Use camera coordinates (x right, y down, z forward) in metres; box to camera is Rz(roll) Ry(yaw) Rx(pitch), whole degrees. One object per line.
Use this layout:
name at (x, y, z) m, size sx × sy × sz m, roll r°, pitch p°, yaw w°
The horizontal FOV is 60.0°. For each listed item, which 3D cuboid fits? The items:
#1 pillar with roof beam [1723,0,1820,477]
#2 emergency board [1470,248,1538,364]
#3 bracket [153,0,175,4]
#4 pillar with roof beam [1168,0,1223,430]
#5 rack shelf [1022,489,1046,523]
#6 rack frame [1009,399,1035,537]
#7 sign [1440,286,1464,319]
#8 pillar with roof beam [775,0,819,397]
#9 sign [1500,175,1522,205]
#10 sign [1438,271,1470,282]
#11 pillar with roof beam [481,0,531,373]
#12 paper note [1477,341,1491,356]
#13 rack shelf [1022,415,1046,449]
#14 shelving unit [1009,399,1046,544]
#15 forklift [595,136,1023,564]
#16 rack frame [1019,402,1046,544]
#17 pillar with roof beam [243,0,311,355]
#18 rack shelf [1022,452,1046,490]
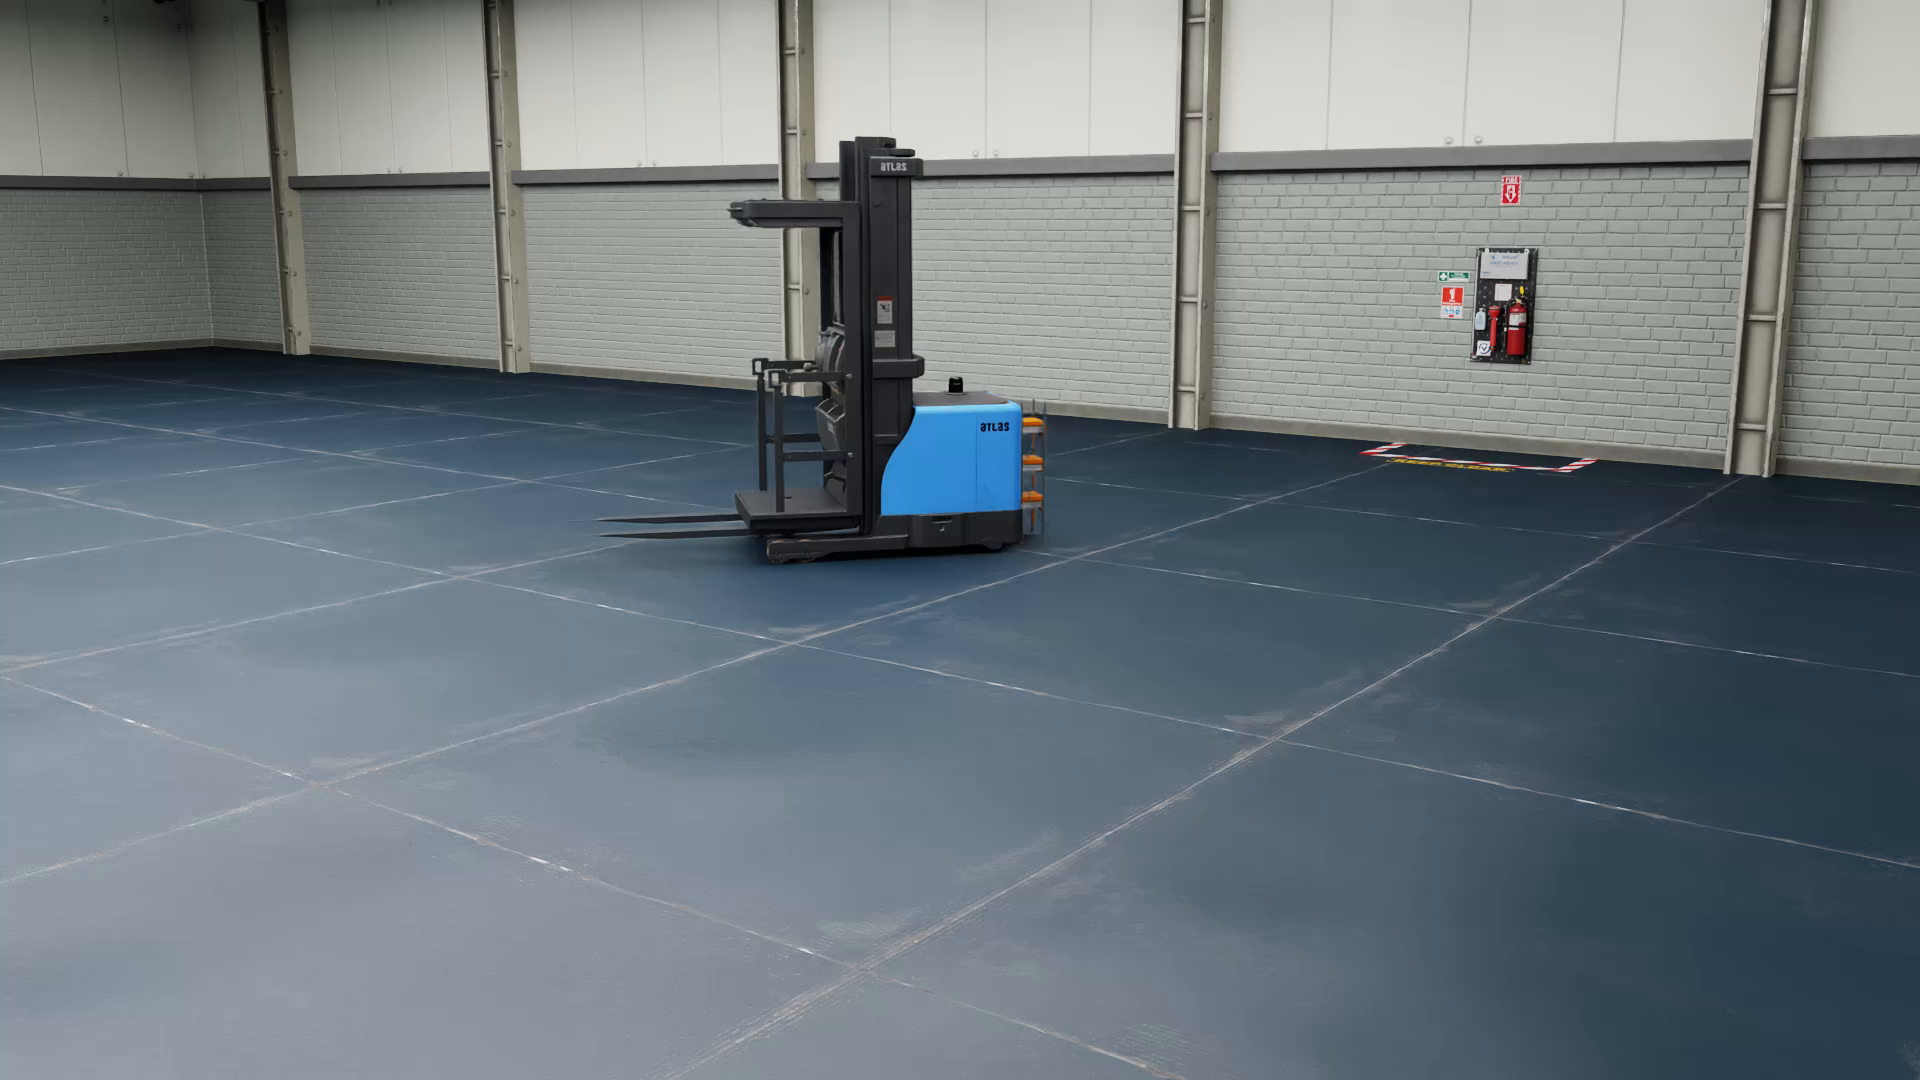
pillar with roof beam at (4.947, -4.390, 11.530) m, size 0.400 × 9.000 × 9.100 m, roll 8°, pitch 13°, yaw 36°
emergency board at (5.526, -2.387, 16.973) m, size 0.643 × 1.169 × 0.194 m, roll 8°, pitch 13°, yaw 36°
bracket at (-14.303, -9.773, 29.880) m, size 0.430 × 0.232 × 0.235 m, roll 8°, pitch 13°, yaw 36°
pillar with roof beam at (0.111, -5.065, 15.017) m, size 0.400 × 9.000 × 9.100 m, roll 8°, pitch 13°, yaw 36°
rack shelf at (0.501, -0.234, 12.494) m, size 0.215 × 0.259 × 0.240 m, roll -3°, pitch 11°, yaw -16°
rack frame at (0.466, -0.540, 12.554) m, size 0.200 × 1.050 × 0.008 m, roll -3°, pitch 11°, yaw -16°
sign at (5.142, -2.483, 17.373) m, size 0.234 × 0.329 × 0.001 m, roll 8°, pitch 13°, yaw 36°
pillar with roof beam at (-4.725, -5.739, 18.504) m, size 0.400 × 9.000 × 9.100 m, roll 8°, pitch 13°, yaw 36°
sign at (5.579, -3.542, 16.837) m, size 0.199 × 0.298 × 0.001 m, roll 8°, pitch 13°, yaw 36°
sign at (5.140, -2.741, 17.313) m, size 0.331 × 0.109 × 0.001 m, roll 8°, pitch 13°, yaw 36°
pillar with roof beam at (-9.561, -6.414, 21.991) m, size 0.400 × 9.000 × 9.100 m, roll 8°, pitch 13°, yaw 36°
paper note at (5.425, -1.985, 17.214) m, size 0.142 × 0.148 × 0.016 m, roll 8°, pitch 13°, yaw 36°
rack shelf at (0.501, -0.786, 12.388) m, size 0.215 × 0.259 × 0.240 m, roll -3°, pitch 11°, yaw -16°
shelving unit at (0.501, -0.517, 12.440) m, size 0.215 × 1.050 × 0.252 m, roll -3°, pitch 11°, yaw -16°
forklift at (-1.116, -1.382, 11.955) m, size 3.031 × 2.935 × 1.130 m, roll -3°, pitch 11°, yaw -13°
rack frame at (0.536, -0.495, 12.325) m, size 0.200 × 1.050 × 0.008 m, roll -3°, pitch 11°, yaw -16°
pillar with roof beam at (-14.397, -7.088, 25.478) m, size 0.548 × 9.000 × 9.100 m, roll 8°, pitch 13°, yaw 36°
rack shelf at (0.501, -0.507, 12.442) m, size 0.215 × 0.259 × 0.240 m, roll -3°, pitch 11°, yaw -16°
